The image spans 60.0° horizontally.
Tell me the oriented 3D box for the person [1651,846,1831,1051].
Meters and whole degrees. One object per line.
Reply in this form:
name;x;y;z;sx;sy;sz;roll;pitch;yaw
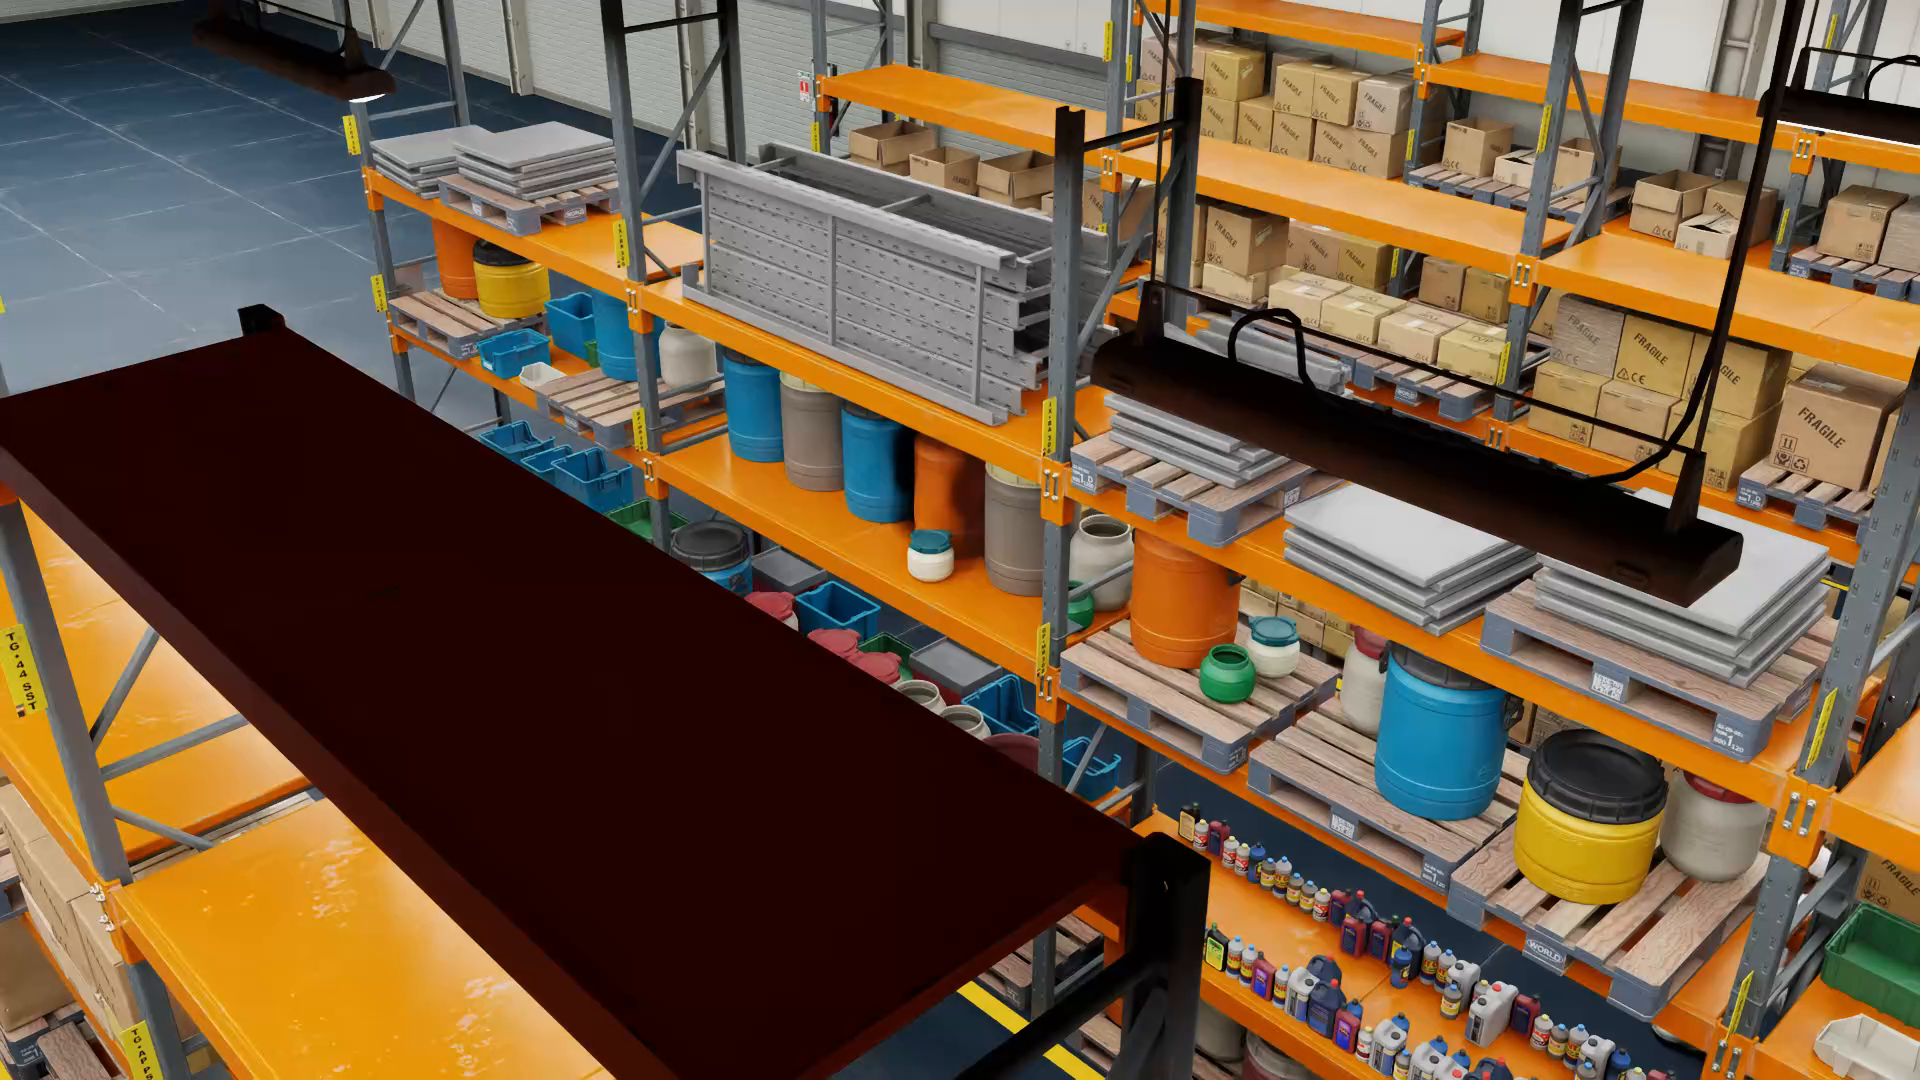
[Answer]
person;4.963;2.534;10.256;0.972;1.738;0.559;24;36;37
